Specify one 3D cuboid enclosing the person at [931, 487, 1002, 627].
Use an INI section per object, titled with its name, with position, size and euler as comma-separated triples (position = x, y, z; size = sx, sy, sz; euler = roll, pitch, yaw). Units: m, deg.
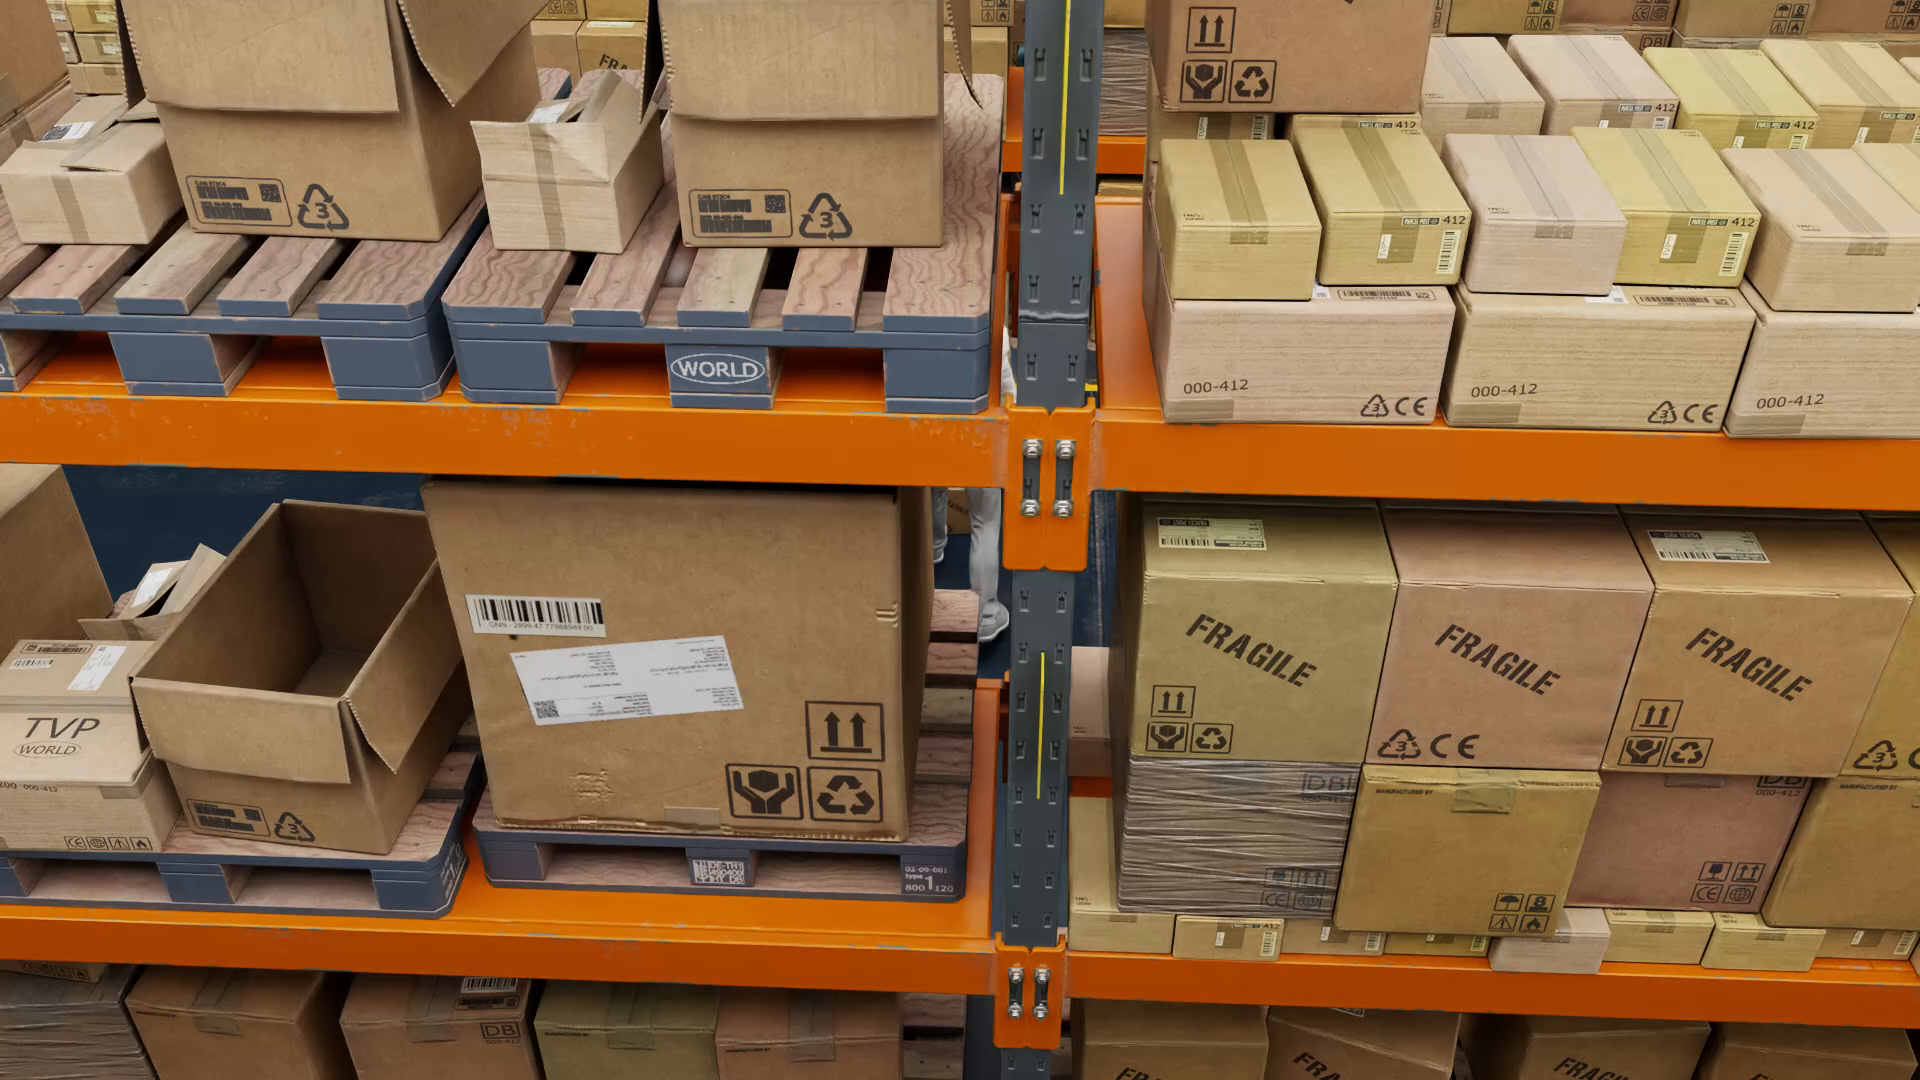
[person]
position = -0.010, -0.435, 6.674
size = 0.488, 1.601, 0.703
euler = 4, 36, 6
